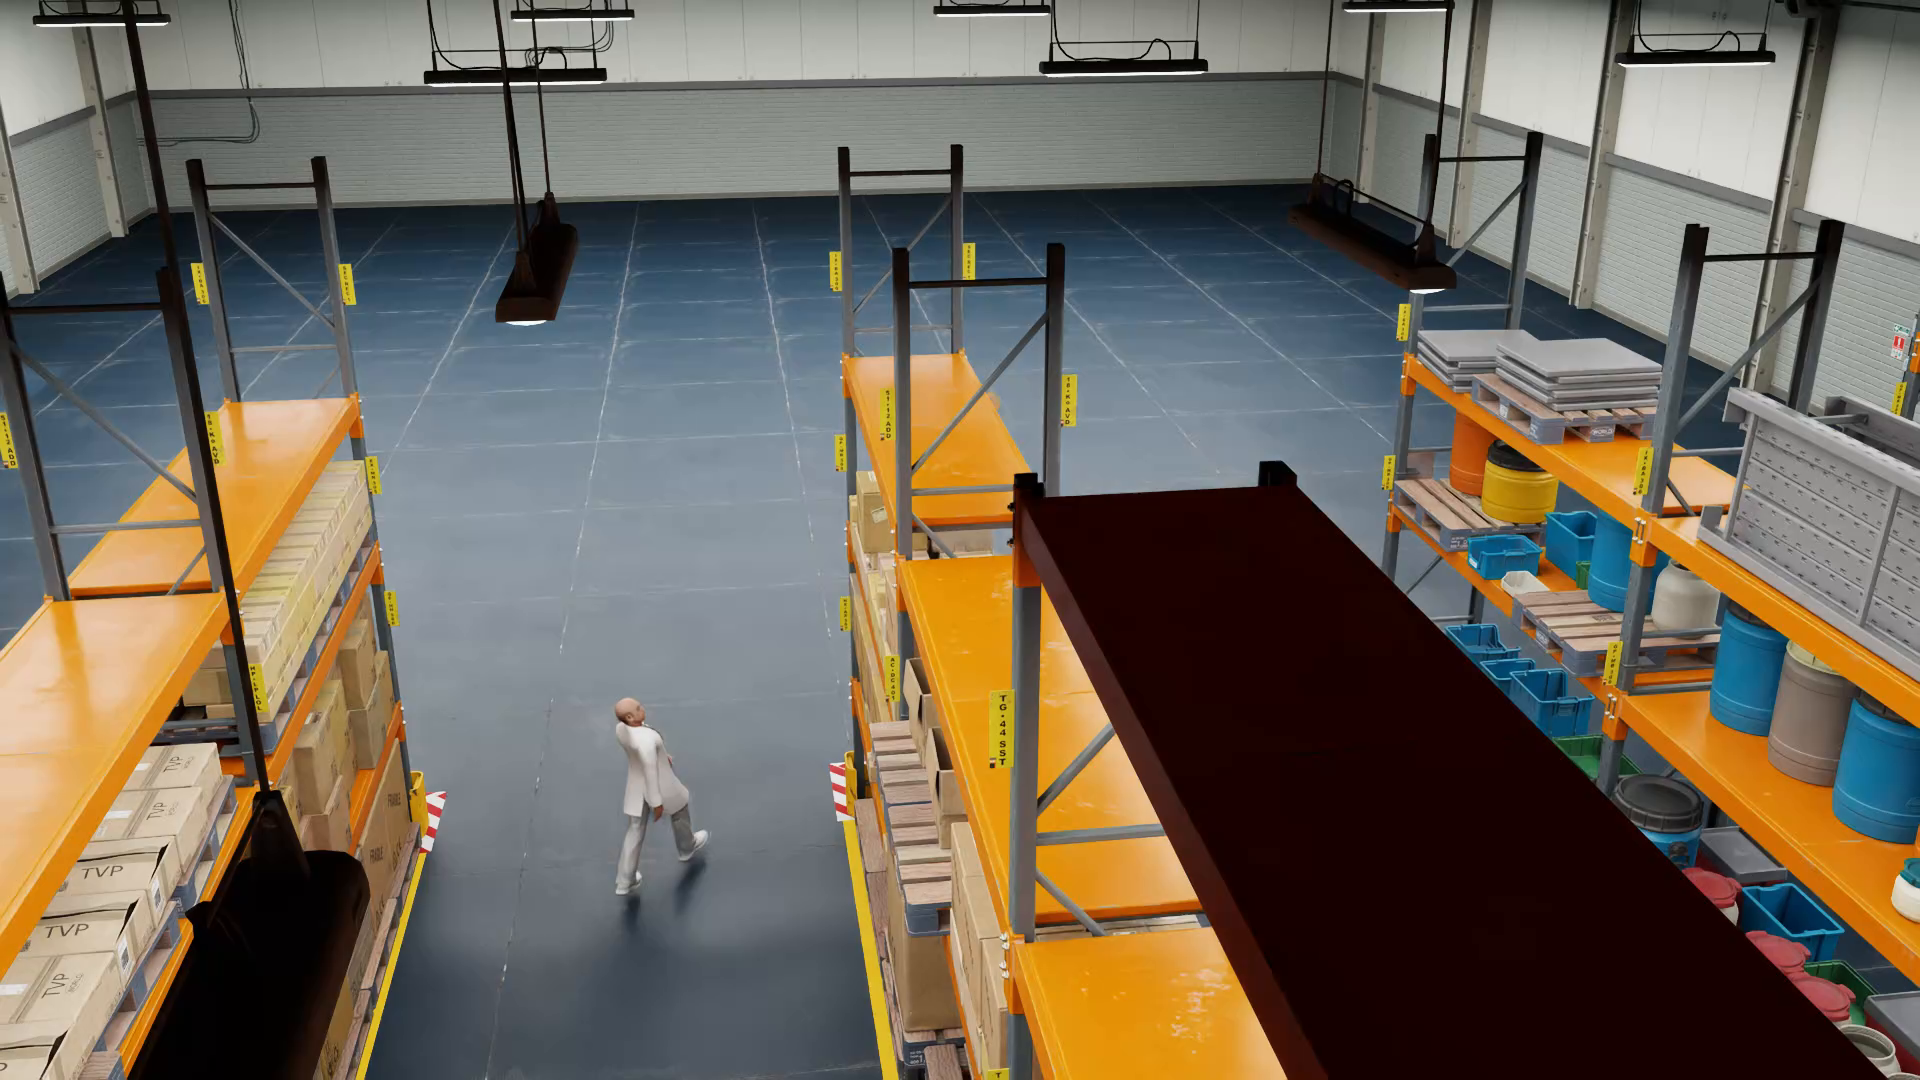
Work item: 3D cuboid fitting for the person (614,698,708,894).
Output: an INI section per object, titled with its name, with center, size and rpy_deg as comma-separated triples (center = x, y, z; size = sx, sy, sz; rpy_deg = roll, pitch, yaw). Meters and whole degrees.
[person]
center = -2.614, 2.071, 14.051
size = 0.558, 1.704, 1.139
rpy_deg = 7, 23, 17
